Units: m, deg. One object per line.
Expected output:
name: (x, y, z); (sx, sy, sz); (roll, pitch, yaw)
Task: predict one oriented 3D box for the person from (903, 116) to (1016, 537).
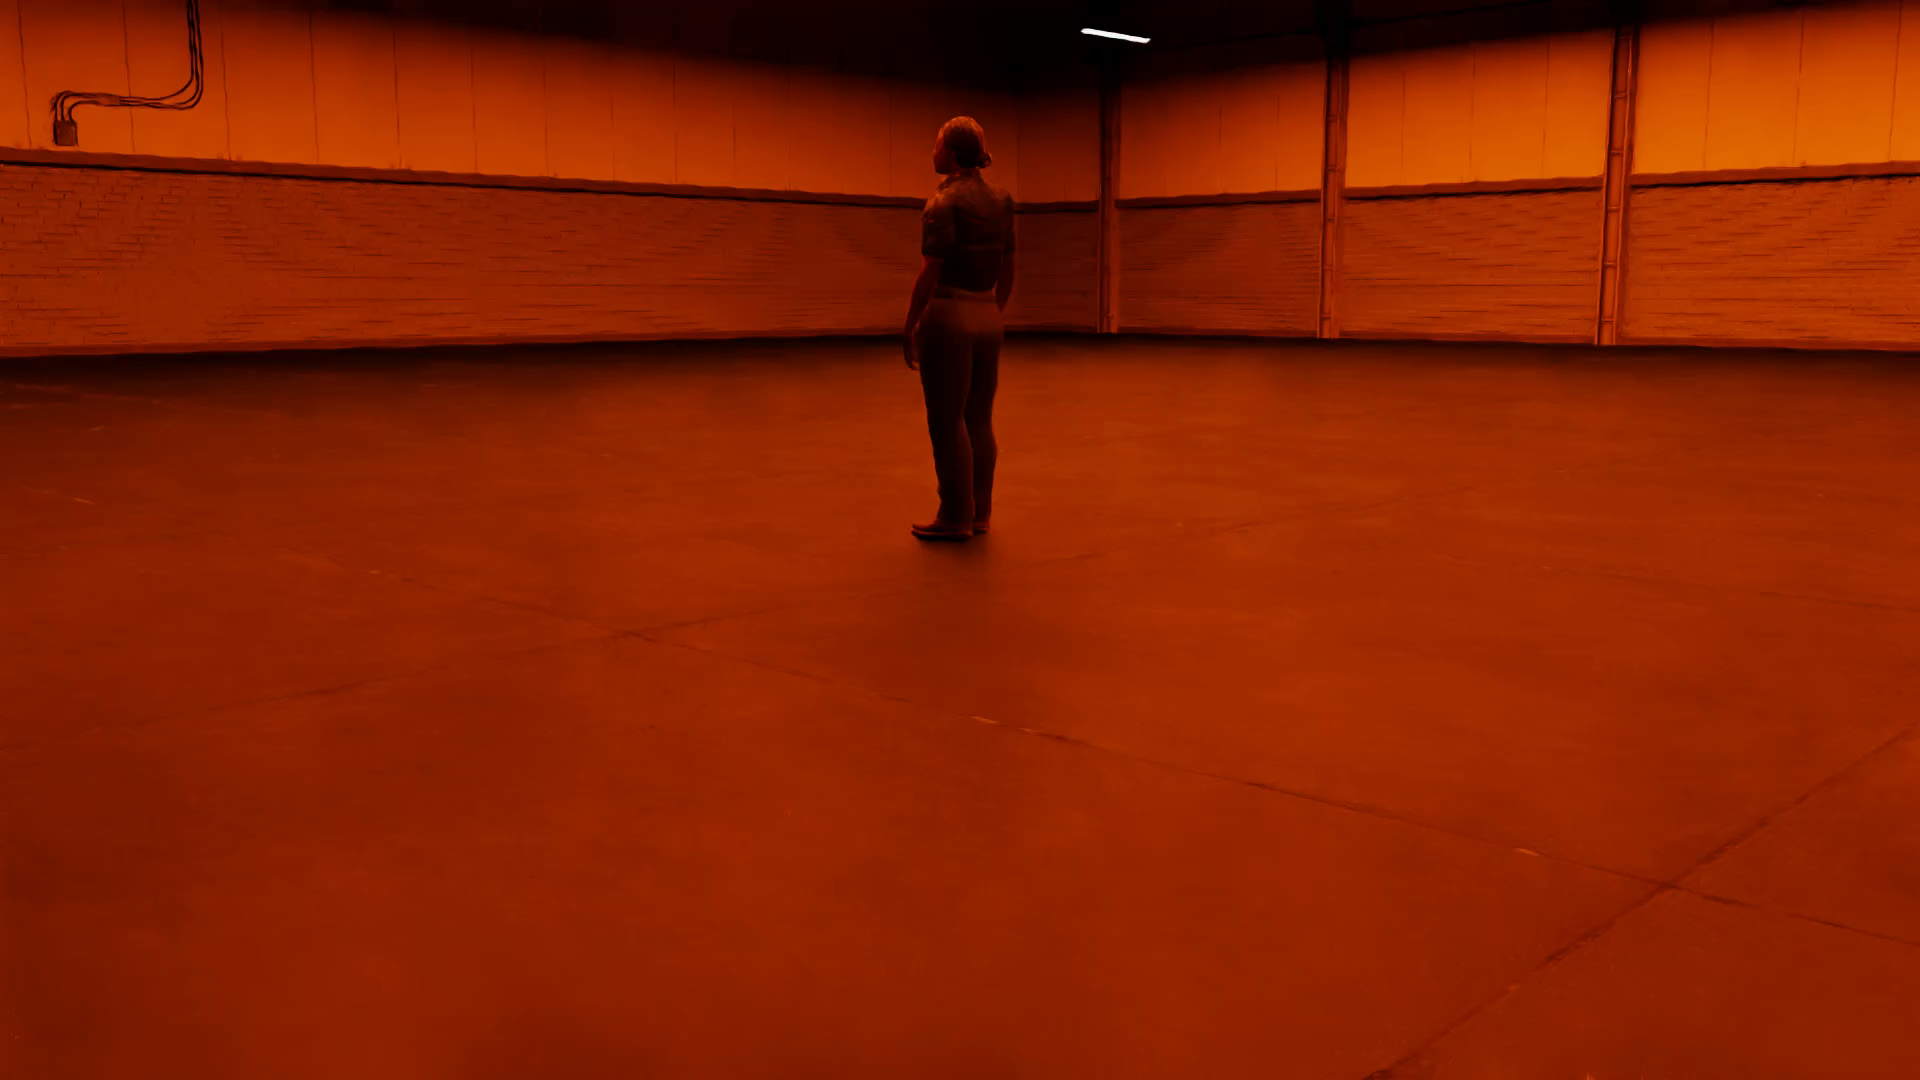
person: (-0.049, -0.836, 6.667); (0.503, 1.654, 0.570); (8, 12, 43)
